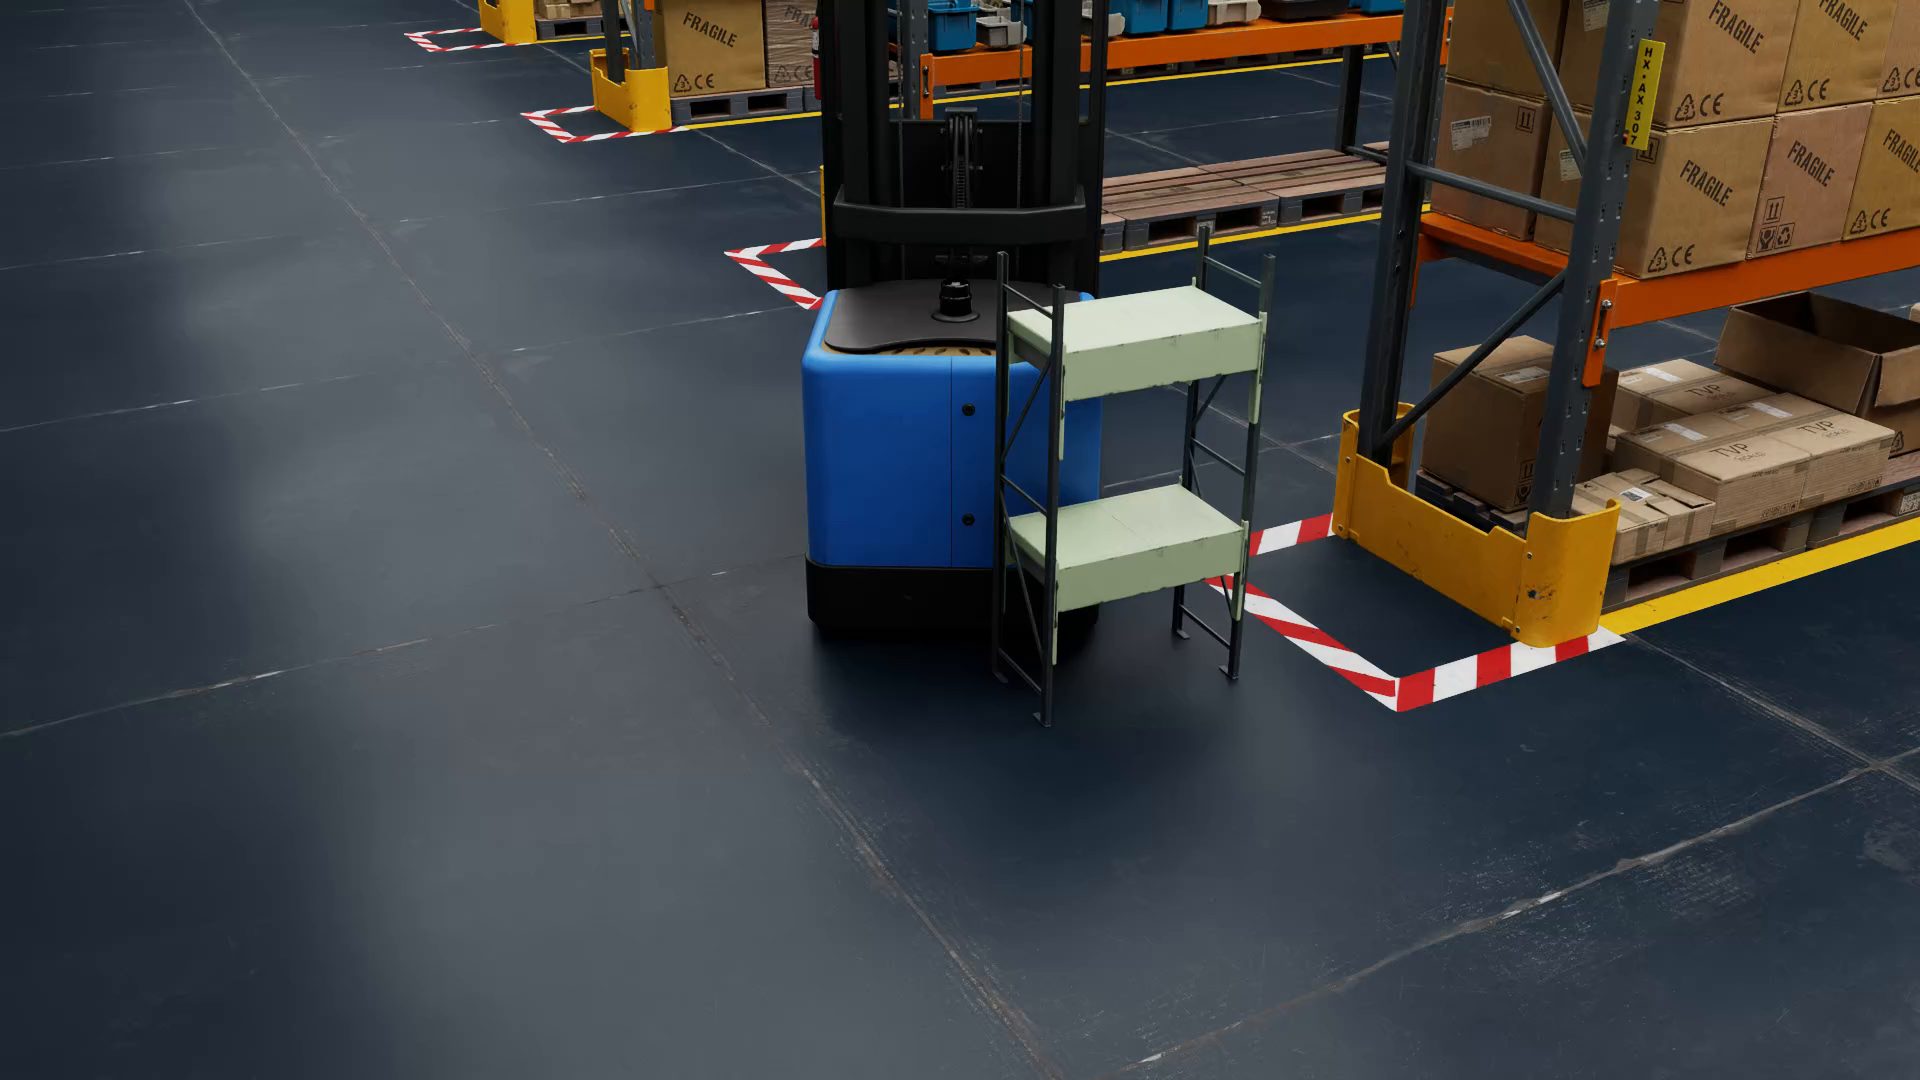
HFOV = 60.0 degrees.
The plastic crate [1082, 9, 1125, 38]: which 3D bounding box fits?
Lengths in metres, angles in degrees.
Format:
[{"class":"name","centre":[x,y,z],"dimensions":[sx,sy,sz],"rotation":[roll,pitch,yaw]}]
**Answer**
[{"class":"plastic crate","centre":[0.828,-3.096,9.967],"dimensions":[0.298,0.136,0.250],"rotation":[-13,29,-25]}]

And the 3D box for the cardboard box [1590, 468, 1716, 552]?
[{"class":"cardboard box","centre":[2.614,-0.125,6.309],"dimensions":[0.250,0.166,0.380],"rotation":[-13,29,-25]}]

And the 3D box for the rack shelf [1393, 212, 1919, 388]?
[{"class":"rack shelf","centre":[3.627,-1.282,6.785],"dimensions":[4.000,0.370,1.077],"rotation":[-13,29,-25]}]

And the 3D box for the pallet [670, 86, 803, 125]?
[{"class":"pallet","centre":[-2.127,-3.918,14.667],"dimensions":[1.213,0.211,1.003],"rotation":[-13,29,-25]}]

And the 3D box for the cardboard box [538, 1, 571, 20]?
[{"class":"cardboard box","centre":[-4.427,-5.786,18.144],"dimensions":[0.250,0.149,0.380],"rotation":[-12,28,-24]}]

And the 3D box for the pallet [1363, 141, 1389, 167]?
[{"class":"pallet","centre":[3.765,-2.790,12.317],"dimensions":[1.213,0.211,1.003],"rotation":[-13,29,-25]}]

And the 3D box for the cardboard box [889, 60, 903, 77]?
[{"class":"cardboard box","centre":[-0.680,-4.742,15.130],"dimensions":[0.875,0.875,0.875],"rotation":[-13,29,-25]}]

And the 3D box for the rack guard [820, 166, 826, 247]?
[{"class":"rack guard","centre":[-0.480,-1.954,10.243],"dimensions":[0.348,0.500,1.175],"rotation":[-13,29,-25]}]

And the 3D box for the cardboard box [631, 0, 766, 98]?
[{"class":"cardboard box","centre":[-2.269,-4.375,14.366],"dimensions":[0.875,0.875,0.875],"rotation":[-13,29,-25]}]

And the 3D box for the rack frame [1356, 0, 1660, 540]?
[{"class":"rack frame","centre":[1.863,-1.199,5.781],"dimensions":[0.127,3.000,1.000],"rotation":[-13,29,-25]}]

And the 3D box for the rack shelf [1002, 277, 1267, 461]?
[{"class":"rack shelf","centre":[0.539,-0.554,5.264],"dimensions":[0.720,0.370,0.431],"rotation":[-12,28,-23]}]

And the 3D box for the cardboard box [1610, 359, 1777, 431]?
[{"class":"cardboard box","centre":[3.079,-0.544,7.086],"dimensions":[0.500,0.250,0.500],"rotation":[-13,29,-25]}]

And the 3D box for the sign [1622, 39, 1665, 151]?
[{"class":"sign","centre":[2.118,-1.382,5.162],"dimensions":[0.005,0.325,0.100],"rotation":[-13,29,-25]}]

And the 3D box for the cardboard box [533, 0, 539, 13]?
[{"class":"cardboard box","centre":[-4.674,-5.988,18.566],"dimensions":[0.250,0.149,0.380],"rotation":[-12,28,-24]}]

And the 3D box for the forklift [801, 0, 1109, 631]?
[{"class":"forklift","centre":[0.021,-1.593,6.682],"dimensions":[1.130,2.935,3.031],"rotation":[1,26,2]}]

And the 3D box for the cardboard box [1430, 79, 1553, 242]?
[{"class":"cardboard box","centre":[2.130,-1.439,6.165],"dimensions":[0.500,0.500,0.500],"rotation":[-12,28,-24]}]

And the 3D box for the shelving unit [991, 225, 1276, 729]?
[{"class":"shelving unit","centre":[0.538,-0.203,5.436],"dimensions":[0.755,1.500,0.431],"rotation":[-12,28,-23]}]

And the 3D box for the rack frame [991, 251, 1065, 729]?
[{"class":"rack frame","centre":[0.207,-0.136,5.295],"dimensions":[0.023,1.500,0.400],"rotation":[-12,28,-23]}]

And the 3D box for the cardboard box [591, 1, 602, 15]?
[{"class":"cardboard box","centre":[-4.019,-5.924,18.431],"dimensions":[0.250,0.149,0.380],"rotation":[-13,28,-25]}]

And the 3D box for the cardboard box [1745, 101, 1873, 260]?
[{"class":"cardboard box","centre":[2.831,-1.340,5.961],"dimensions":[0.500,0.500,0.500],"rotation":[-13,29,-26]}]

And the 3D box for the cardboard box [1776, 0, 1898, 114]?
[{"class":"cardboard box","centre":[2.836,-1.793,5.749],"dimensions":[0.500,0.500,0.500],"rotation":[-13,28,-25]}]

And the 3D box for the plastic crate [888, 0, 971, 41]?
[{"class":"plastic crate","centre":[-0.257,-3.274,9.992],"dimensions":[0.499,0.435,0.616],"rotation":[-13,29,-25]}]

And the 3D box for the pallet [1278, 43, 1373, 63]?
[{"class":"pallet","centre":[3.532,-5.223,17.385],"dimensions":[1.213,0.211,1.003],"rotation":[-13,29,-25]}]

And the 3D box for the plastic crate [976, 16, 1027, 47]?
[{"class":"plastic crate","centre":[0.230,-2.957,9.679],"dimensions":[0.298,0.136,0.250],"rotation":[-13,29,-25]}]

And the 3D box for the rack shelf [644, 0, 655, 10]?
[{"class":"rack shelf","centre":[-1.031,-5.066,14.666],"dimensions":[4.000,0.370,1.077],"rotation":[-13,29,-25]}]

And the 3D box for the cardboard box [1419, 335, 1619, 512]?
[{"class":"cardboard box","centre":[2.227,-0.475,6.653],"dimensions":[0.500,0.500,0.500],"rotation":[-13,29,-25]}]

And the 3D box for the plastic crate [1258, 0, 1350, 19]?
[{"class":"plastic crate","centre":[2.203,-3.478,10.777],"dimensions":[0.590,0.125,0.437],"rotation":[-13,29,-25]}]

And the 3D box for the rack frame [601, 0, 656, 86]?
[{"class":"rack frame","centre":[-2.796,-4.983,13.662],"dimensions":[0.127,3.000,1.000],"rotation":[-13,29,-25]}]

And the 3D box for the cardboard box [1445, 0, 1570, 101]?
[{"class":"cardboard box","centre":[2.126,-1.890,5.950],"dimensions":[0.500,0.500,0.500],"rotation":[-13,29,-26]}]

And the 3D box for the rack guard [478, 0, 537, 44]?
[{"class":"rack guard","centre":[-4.973,-5.786,18.224],"dimensions":[0.348,0.500,1.175],"rotation":[-13,29,-25]}]

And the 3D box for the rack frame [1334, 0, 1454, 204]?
[{"class":"rack frame","centre":[3.065,-3.906,11.419],"dimensions":[0.127,3.000,1.000],"rotation":[-13,29,-25]}]

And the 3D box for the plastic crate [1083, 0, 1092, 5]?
[{"class":"plastic crate","centre":[0.919,-3.421,10.646],"dimensions":[0.250,0.136,0.298],"rotation":[-13,29,-25]}]

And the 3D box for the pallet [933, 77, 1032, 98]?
[{"class":"pallet","centre":[0.026,-4.415,15.702],"dimensions":[1.213,0.211,1.003],"rotation":[-13,29,-25]}]

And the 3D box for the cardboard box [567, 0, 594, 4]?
[{"class":"cardboard box","centre":[-4.189,-5.979,18.201],"dimensions":[0.250,0.149,0.380],"rotation":[-13,29,-25]}]

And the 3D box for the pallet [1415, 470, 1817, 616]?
[{"class":"pallet","centre":[2.633,-0.120,6.755],"dimensions":[1.213,0.211,1.003],"rotation":[-13,29,-25]}]

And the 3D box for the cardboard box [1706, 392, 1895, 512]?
[{"class":"cardboard box","centre":[3.358,-0.363,6.710],"dimensions":[0.500,0.250,0.500],"rotation":[-13,29,-25]}]

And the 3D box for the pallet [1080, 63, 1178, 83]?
[{"class":"pallet","centre":[1.379,-4.726,16.350],"dimensions":[1.213,0.211,1.003],"rotation":[-13,29,-25]}]

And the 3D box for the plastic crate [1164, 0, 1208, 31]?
[{"class":"plastic crate","centre":[1.334,-3.296,10.274],"dimensions":[0.300,0.233,0.416],"rotation":[-13,29,-25]}]

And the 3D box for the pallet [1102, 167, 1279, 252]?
[{"class":"pallet","centre":[1.356,-2.234,11.159],"dimensions":[1.213,0.211,1.003],"rotation":[-13,29,-25]}]

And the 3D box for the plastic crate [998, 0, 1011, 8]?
[{"class":"plastic crate","centre":[0.432,-3.288,10.368],"dimensions":[0.243,0.136,0.396],"rotation":[-13,29,-25]}]
